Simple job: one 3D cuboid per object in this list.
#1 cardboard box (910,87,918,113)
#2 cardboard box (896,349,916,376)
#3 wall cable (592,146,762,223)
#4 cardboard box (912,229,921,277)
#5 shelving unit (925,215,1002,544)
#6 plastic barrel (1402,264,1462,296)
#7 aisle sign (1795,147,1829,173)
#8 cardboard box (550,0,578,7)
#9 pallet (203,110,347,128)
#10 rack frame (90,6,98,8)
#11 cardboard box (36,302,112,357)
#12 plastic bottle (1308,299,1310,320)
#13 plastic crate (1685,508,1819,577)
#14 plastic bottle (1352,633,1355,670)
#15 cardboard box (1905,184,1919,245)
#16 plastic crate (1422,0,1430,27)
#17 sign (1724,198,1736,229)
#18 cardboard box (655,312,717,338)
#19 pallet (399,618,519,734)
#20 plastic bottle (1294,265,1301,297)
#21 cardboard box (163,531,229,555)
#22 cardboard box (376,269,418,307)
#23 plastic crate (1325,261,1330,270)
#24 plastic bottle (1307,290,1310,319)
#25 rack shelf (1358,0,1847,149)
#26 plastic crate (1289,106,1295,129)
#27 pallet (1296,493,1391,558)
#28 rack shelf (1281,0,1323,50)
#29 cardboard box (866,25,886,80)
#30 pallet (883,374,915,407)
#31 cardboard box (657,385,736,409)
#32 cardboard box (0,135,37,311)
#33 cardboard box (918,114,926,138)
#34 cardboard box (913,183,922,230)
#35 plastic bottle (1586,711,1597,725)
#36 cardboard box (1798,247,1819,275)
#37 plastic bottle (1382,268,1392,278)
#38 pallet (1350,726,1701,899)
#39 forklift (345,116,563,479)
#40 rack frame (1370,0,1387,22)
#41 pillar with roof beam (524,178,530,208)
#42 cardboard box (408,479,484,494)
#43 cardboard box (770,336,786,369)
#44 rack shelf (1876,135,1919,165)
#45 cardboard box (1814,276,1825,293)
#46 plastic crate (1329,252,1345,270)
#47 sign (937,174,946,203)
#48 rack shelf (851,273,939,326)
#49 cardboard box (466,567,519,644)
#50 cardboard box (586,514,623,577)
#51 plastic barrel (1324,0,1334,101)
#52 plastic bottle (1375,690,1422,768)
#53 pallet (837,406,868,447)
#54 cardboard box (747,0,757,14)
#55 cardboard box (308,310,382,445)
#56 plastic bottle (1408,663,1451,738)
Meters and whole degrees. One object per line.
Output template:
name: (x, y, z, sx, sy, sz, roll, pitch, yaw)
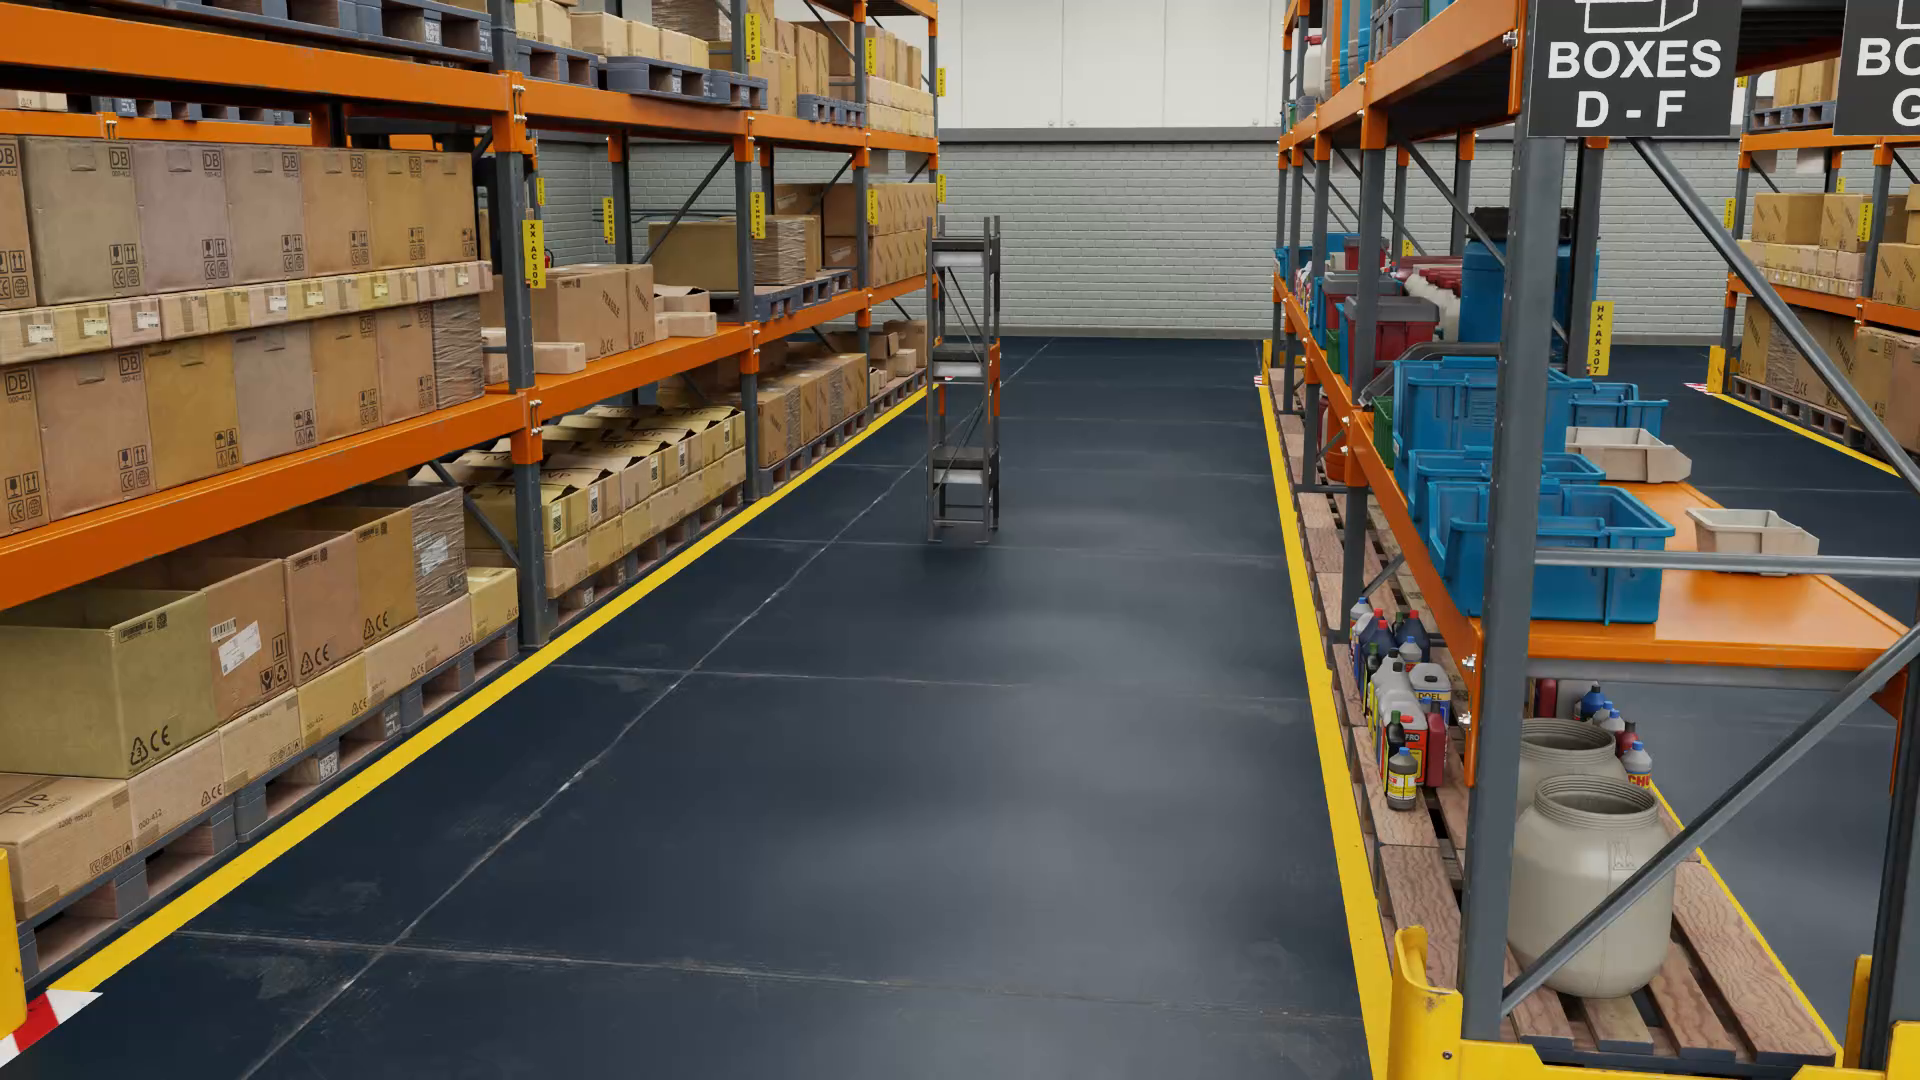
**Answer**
cardboard box: (-0.748, -4.751, 17.967, 0.500, 0.250, 0.500, 2, 12, 9)
cardboard box: (-0.780, -1.990, 18.588, 0.500, 0.250, 0.500, 2, 12, 9)
wall cable: (-4.436, -6.177, 25.665, 3.097, 2.526, 0.112, 2, 12, 9)
cardboard box: (-0.722, -3.172, 18.353, 0.500, 0.500, 0.500, 2, 12, 9)
shelving unit: (0.025, -1.061, 10.932, 0.431, 2.100, 0.503, 2, 12, 9)
plastic barrel: (2.953, -1.444, 10.306, 0.421, 0.512, 0.421, 0, 12, 0)
aisle sign: (9.332, -4.391, 18.077, 0.394, 0.787, 0.004, 2, 12, 9)
cardboard box: (-2.411, -3.150, 8.948, 0.500, 0.500, 0.500, 3, 13, 14)
pallet: (-6.366, -3.944, 15.508, 0.805, 0.209, 1.217, 1, 12, 6)
rack frame: (-6.889, -4.864, 12.201, 1.000, 3.000, 0.127, 2, 12, 9)
cardboard box: (-2.874, -0.654, 5.129, 0.380, 0.149, 0.250, 2, 12, 9)
plastic bottle: (2.657, -1.743, 12.433, 0.097, 0.201, 0.097, 0, 12, 0)
plastic crate: (2.125, 0.008, 4.460, 0.298, 0.136, 0.250, 2, 12, 9)
plastic bottle: (1.771, 0.470, 7.290, 0.097, 0.201, 0.097, 0, 12, 0)
cardboard box: (8.319, -2.688, 13.728, 0.797, 0.503, 0.637, 2, 12, 7)
plastic crate: (1.773, -1.820, 5.703, 0.336, 0.188, 0.450, 2, 12, 9)
sign: (8.477, -3.596, 18.316, 0.100, 0.325, 0.005, 2, 12, 9)
cardboard box: (-1.859, -1.452, 11.208, 0.380, 0.149, 0.250, 2, 12, 9)
pallet: (-2.773, 0.589, 7.760, 1.003, 0.211, 1.213, 2, 12, 9)
plastic bottle: (3.037, -2.323, 14.930, 0.061, 0.283, 0.133, 2, 12, 9)
cardboard box: (-3.218, 0.232, 6.545, 0.500, 0.500, 0.500, 2, 12, 9)
cardboard box: (-2.556, -1.080, 7.109, 0.380, 0.149, 0.250, 2, 12, 9)
plastic crate: (4.125, -2.940, 18.000, 0.396, 0.136, 0.243, 2, 12, 9)
plastic bottle: (2.672, -1.798, 12.520, 0.097, 0.271, 0.097, 0, 12, 0)
rack shelf: (1.977, -1.476, 5.308, 1.077, 0.370, 4.000, 2, 12, 9)
plastic crate: (3.282, -3.903, 15.369, 0.450, 0.188, 0.662, 2, 12, 9)
pallet: (2.742, -0.087, 10.895, 1.003, 0.211, 1.213, 2, 12, 9)
rack shelf: (3.823, -5.244, 16.625, 1.077, 0.370, 4.000, 2, 12, 9)
cardboard box: (-1.125, -4.810, 16.461, 0.700, 0.500, 0.500, 2, 12, 9)
pallet: (-1.087, -1.638, 18.095, 1.003, 0.211, 1.213, 2, 12, 9)
cardboard box: (-2.082, -0.967, 13.248, 0.500, 0.500, 0.500, 2, 12, 11)
cardboard box: (-3.132, -0.897, 4.718, 0.700, 0.500, 0.500, 2, 12, 9)
cardboard box: (-0.670, -4.610, 18.502, 0.500, 0.250, 0.500, 2, 12, 9)
cardboard box: (-0.712, -3.659, 18.243, 0.500, 0.500, 0.500, 2, 12, 10)
plastic bottle: (2.340, 0.728, 6.093, 0.097, 0.201, 0.097, 0, 12, 0)
cardboard box: (8.373, -2.669, 15.907, 0.500, 0.250, 0.500, 2, 12, 10)
plastic bottle: (3.357, -1.964, 13.105, 0.144, 0.351, 0.185, 2, 12, 9)
pallet: (1.955, 0.979, 5.950, 1.003, 0.211, 1.213, 2, 12, 9)
forklift: (-4.093, -2.033, 13.470, 1.130, 2.935, 3.031, 2, 12, 10)
rack frame: (2.285, -3.710, 6.848, 1.000, 3.000, 0.127, 2, 12, 9)
pillar with roof beam: (-1.845, -6.980, 22.020, 9.100, 9.000, 0.400, 2, 12, 9)
cardboard box: (-2.830, -0.167, 8.849, 0.500, 0.311, 0.500, 2, 12, 9)
cardboard box: (-1.848, -1.663, 14.697, 0.500, 0.250, 0.500, 2, 12, 9)
rack shelf: (8.102, -2.980, 12.291, 1.077, 0.370, 4.000, 2, 12, 9)
cardboard box: (8.251, -2.394, 15.578, 0.380, 0.149, 0.250, 2, 12, 10)
plastic crate: (3.932, -2.726, 16.661, 0.437, 0.282, 0.530, 2, 12, 9)
sign: (-0.218, -4.135, 19.562, 0.100, 0.325, 0.005, 2, 12, 9)
rack shelf: (-1.071, -2.669, 17.964, 1.077, 0.370, 4.000, 2, 12, 9)
cardboard box: (-2.465, 0.304, 7.993, 0.500, 0.250, 0.500, 2, 12, 9)
cardboard box: (-2.222, 0.018, 9.320, 0.500, 0.250, 0.500, 2, 12, 10)
plastic barrel: (2.559, -3.157, 10.214, 0.600, 0.901, 0.600, 0, 12, 0)
plastic bottle: (1.606, 0.695, 6.070, 0.152, 0.276, 0.135, 2, 12, 7)
pallet: (-1.467, -1.070, 15.458, 1.003, 0.211, 1.213, 2, 12, 9)
cardboard box: (-1.842, -3.972, 12.573, 0.500, 0.500, 0.500, 2, 12, 9)
cardboard box: (-2.827, -0.681, 6.794, 0.700, 0.500, 0.500, 2, 12, 9)
plastic bottle: (1.806, 0.621, 6.413, 0.152, 0.276, 0.135, 2, 12, 9)
